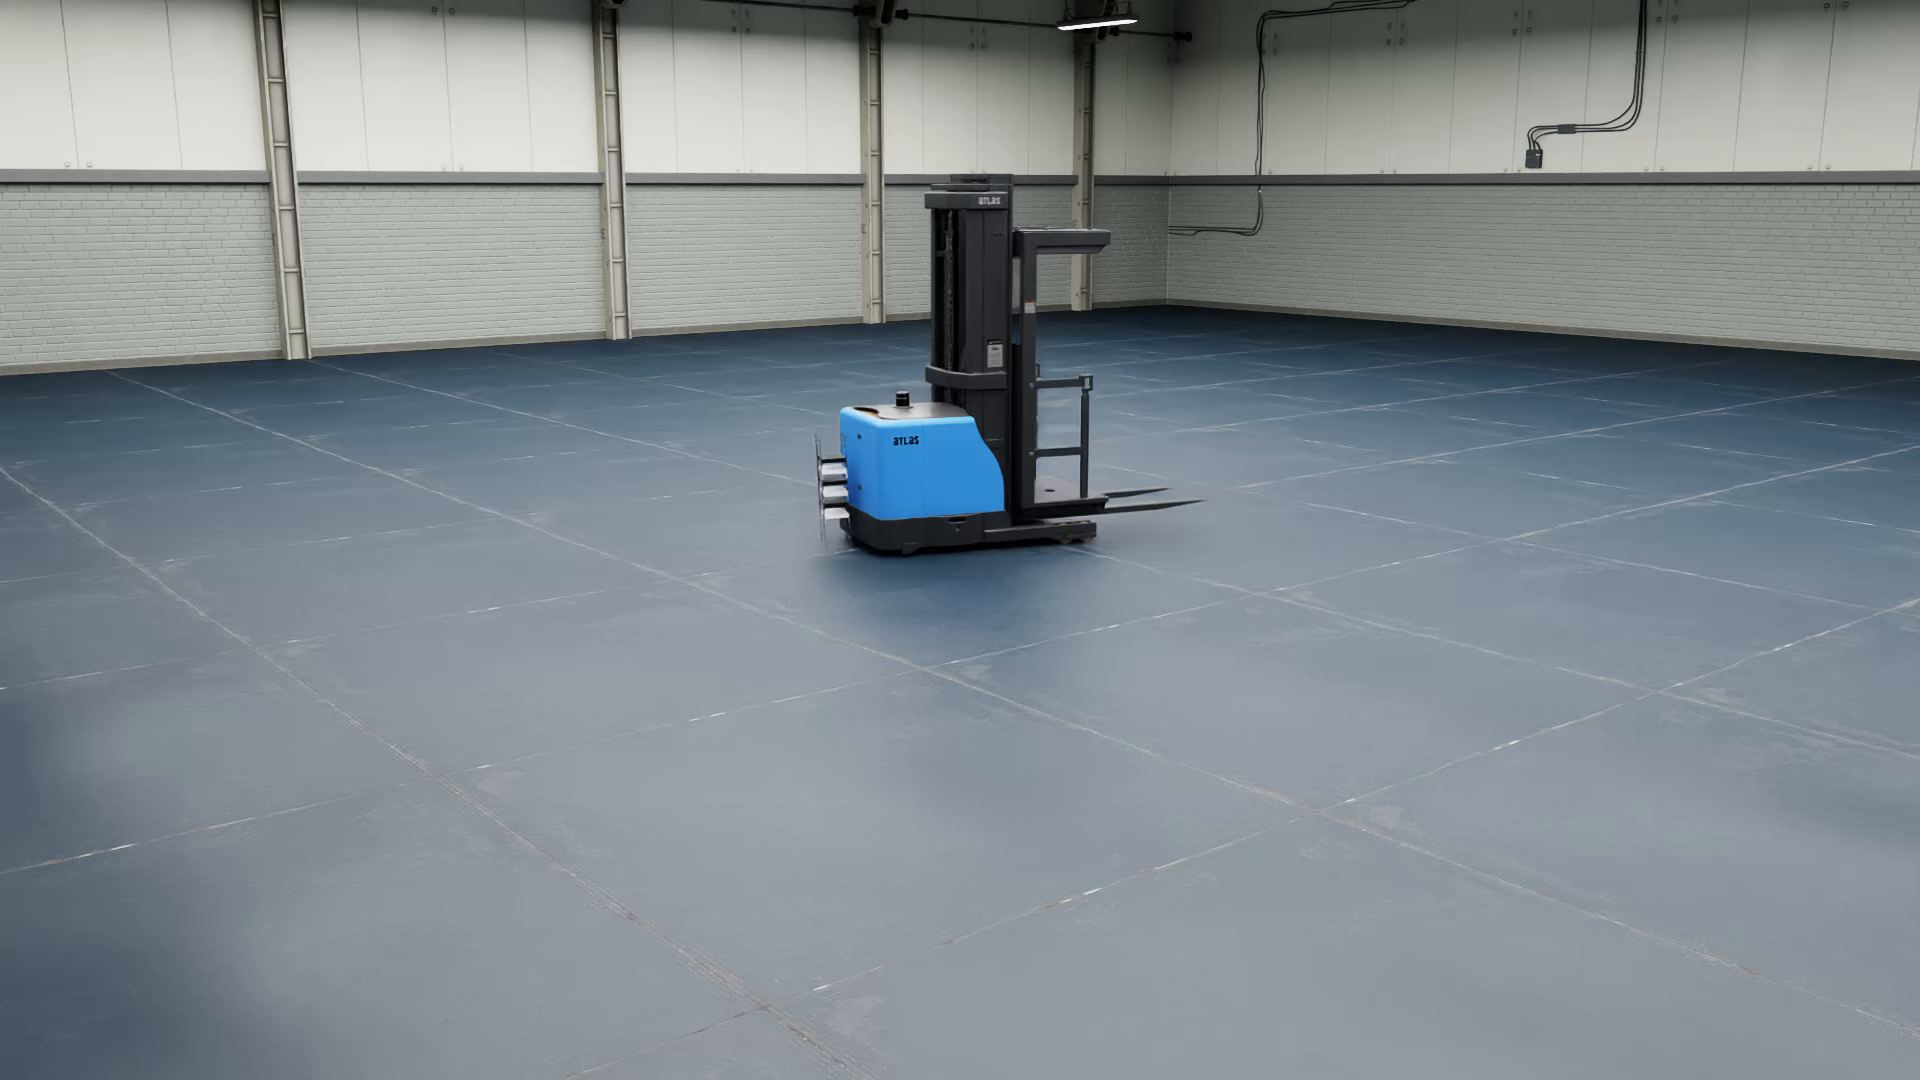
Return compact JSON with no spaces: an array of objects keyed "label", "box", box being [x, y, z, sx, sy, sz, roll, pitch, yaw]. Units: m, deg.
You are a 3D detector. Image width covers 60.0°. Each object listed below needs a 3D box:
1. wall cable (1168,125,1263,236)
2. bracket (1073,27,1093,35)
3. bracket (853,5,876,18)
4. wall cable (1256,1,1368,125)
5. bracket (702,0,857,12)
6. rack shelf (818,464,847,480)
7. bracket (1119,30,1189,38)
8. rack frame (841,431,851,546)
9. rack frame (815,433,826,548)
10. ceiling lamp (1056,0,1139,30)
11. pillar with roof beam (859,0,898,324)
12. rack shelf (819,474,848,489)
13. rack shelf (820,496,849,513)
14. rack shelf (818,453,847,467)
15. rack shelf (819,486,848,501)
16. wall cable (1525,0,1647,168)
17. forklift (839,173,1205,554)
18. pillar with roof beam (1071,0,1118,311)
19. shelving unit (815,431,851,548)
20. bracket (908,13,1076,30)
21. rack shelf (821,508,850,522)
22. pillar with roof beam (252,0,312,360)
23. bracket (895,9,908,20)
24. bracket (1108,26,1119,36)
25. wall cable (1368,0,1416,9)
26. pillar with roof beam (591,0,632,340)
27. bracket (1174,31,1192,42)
[{"label":"wall cable","box":[5.980,-8.458,39.274,0.112,2.526,3.097,-9,15,-38]},{"label":"bracket","box":[2.751,-11.459,37.262,0.430,0.232,0.235,-9,15,-38]},{"label":"bracket","box":[-1.934,-10.680,33.596,0.430,0.232,0.235,-9,15,-38]},{"label":"wall cable","box":[7.670,-10.490,36.683,0.112,2.526,3.097,-9,15,-38]},{"label":"bracket","box":[-3.946,-10.346,32.021,4.783,0.066,0.076,-9,15,-38]},{"label":"rack shelf","box":[-1.022,-0.548,13.320,0.200,0.077,0.258,-5,13,-12]},{"label":"bracket","box":[4.789,-11.797,38.857,3.189,0.066,0.076,-9,15,-38]},{"label":"rack frame","box":[-0.918,-0.413,13.373,0.006,0.900,0.240,-5,13,-12]},{"label":"rack frame","box":[-1.116,-0.397,13.331,0.006,0.900,0.240,-5,13,-12]},{"label":"ceiling lamp","box":[2.803,-11.393,31.566,0.800,3.185,2.000,-9,15,-38]},{"label":"pillar with roof beam","box":[0.857,-8.333,31.206,0.548,9.000,9.100,-9,15,-38]},{"label":"rack shelf","box":[-1.019,-0.460,13.340,0.200,0.077,0.258,-5,13,-12]},{"label":"rack shelf","box":[-1.013,-0.285,13.378,0.200,0.077,0.258,-5,13,-12]},{"label":"rack shelf","box":[-1.025,-0.636,13.301,0.200,0.077,0.258,-5,13,-12]},{"label":"rack shelf","box":[-1.016,-0.372,13.359,0.200,0.077,0.258,-5,13,-12]},{"label":"wall cable","box":[11.898,-10.099,31.337,0.169,6.003,2.305,-9,15,-38]},{"label":"forklift","box":[0.570,-1.500,13.634,3.031,2.935,1.130,-5,13,-22]},{"label":"pillar with roof beam","box":[5.543,-9.111,34.873,0.548,9.000,9.100,-9,15,-38]},{"label":"shelving unit","box":[-1.017,-0.405,13.352,0.210,0.900,0.258,-5,13,-12]},{"label":"bracket","box":[0.739,-11.125,35.688,4.783,0.066,0.076,-9,15,-38]},{"label":"rack shelf","box":[-1.010,-0.197,13.398,0.200,0.077,0.258,-5,13,-12]},{"label":"pillar with roof beam","box":[-8.513,-6.776,23.873,0.400,9.000,9.100,-9,15,-38]},{"label":"bracket","box":[-1.286,-10.788,34.103,0.430,0.232,0.235,-9,15,-38]},{"label":"bracket","box":[3.399,-11.567,37.770,0.430,0.232,0.235,-9,15,-38]},{"label":"wall cable","box":[9.603,-12.213,33.847,0.112,2.526,3.097,-9,15,-38]},{"label":"pillar with roof beam","box":[-3.828,-7.554,27.540,0.548,9.000,9.100,-9,15,-38]},{"label":"bracket","box":[5.250,-11.874,39.218,0.430,0.232,0.235,-9,15,-38]}]
